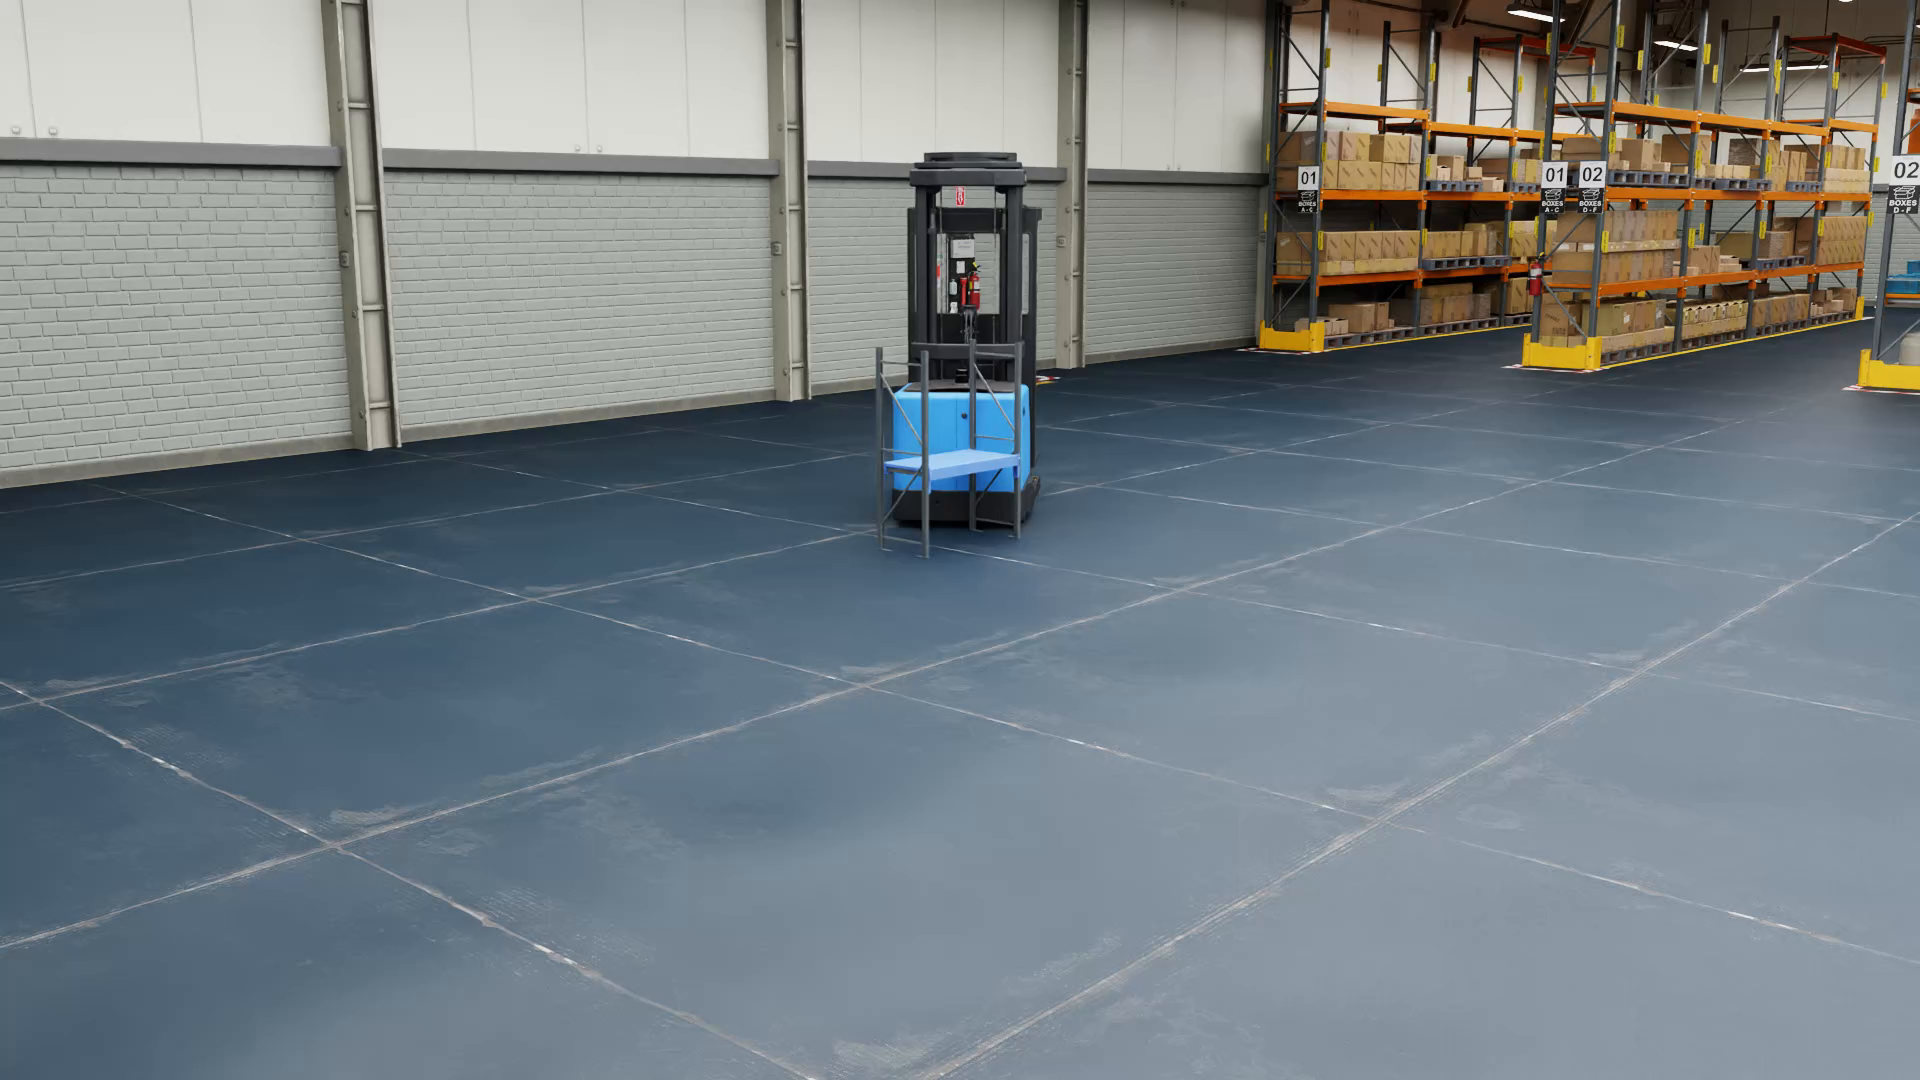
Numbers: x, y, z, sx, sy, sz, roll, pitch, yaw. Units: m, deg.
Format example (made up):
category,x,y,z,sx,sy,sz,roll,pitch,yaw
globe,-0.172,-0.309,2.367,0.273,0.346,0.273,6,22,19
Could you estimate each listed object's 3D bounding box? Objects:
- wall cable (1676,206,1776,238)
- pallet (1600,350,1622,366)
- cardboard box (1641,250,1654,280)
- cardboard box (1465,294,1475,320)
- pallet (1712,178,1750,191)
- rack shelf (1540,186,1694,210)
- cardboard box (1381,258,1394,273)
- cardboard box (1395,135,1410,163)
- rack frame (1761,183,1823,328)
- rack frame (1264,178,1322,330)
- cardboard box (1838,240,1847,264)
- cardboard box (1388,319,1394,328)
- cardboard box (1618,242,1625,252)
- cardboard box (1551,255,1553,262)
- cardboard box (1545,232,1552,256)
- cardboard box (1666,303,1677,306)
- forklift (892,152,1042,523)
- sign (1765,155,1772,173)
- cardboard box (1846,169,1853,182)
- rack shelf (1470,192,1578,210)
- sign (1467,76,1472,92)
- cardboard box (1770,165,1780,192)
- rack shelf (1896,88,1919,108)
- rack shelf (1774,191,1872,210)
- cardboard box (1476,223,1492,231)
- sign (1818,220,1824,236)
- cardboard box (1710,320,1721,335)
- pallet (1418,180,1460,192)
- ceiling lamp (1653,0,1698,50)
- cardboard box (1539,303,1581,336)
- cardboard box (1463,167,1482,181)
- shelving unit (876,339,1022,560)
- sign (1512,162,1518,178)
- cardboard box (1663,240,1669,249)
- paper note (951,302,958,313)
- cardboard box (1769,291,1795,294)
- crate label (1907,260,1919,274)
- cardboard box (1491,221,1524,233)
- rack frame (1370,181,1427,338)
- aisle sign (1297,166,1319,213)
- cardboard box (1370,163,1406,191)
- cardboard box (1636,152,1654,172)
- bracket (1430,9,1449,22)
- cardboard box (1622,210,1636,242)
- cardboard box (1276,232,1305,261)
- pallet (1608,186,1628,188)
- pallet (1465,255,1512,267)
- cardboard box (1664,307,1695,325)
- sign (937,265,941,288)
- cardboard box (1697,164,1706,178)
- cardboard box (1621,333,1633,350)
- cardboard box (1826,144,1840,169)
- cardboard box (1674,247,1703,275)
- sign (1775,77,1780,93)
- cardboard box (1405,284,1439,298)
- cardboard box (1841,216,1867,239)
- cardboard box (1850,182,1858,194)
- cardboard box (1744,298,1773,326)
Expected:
category,x,y,z,sx,sy,sz,roll,pitch,yaw
wall cable,20.457,-9.445,44.954,3.097,2.526,0.112,10,15,40
pallet,10.090,-2.997,27.176,1.003,0.211,1.213,10,15,40
cardboard box,11.292,-4.666,28.159,0.700,0.500,0.500,10,15,41
cardboard box,10.311,-4.880,34.743,0.700,0.500,0.500,10,15,40
pallet,13.781,-6.525,30.547,1.003,0.211,1.213,11,16,43
rack shelf,10.937,-5.659,27.563,1.077,0.370,4.000,10,15,40
cardboard box,7.793,-5.154,31.188,0.500,0.250,0.500,10,15,40
cardboard box,8.051,-7.304,31.102,0.500,0.500,0.500,11,16,43
rack frame,17.538,-6.012,35.152,1.000,3.000,0.127,10,15,40
rack frame,5.894,-4.886,29.517,1.000,3.000,0.127,10,15,40
cardboard box,19.082,-6.325,36.463,0.500,0.500,0.500,9,15,40
cardboard box,8.203,-4.218,32.284,0.380,0.166,0.250,7,14,33
cardboard box,10.544,-4.756,26.952,0.380,0.149,0.250,9,15,39
cardboard box,13.109,-6.306,37.214,0.380,0.149,0.250,10,15,40
cardboard box,12.706,-6.533,36.694,0.500,0.500,0.500,10,15,42
cardboard box,12.979,-4.214,30.670,0.500,0.311,0.500,10,15,40
forklift,0.129,-1.811,14.297,1.130,2.935,3.031,1,11,6
sign,15.309,-7.114,31.488,0.100,0.325,0.005,10,15,40
cardboard box,19.043,-7.913,36.120,0.500,0.250,0.500,10,15,40
rack shelf,12.495,-7.476,36.659,1.077,0.370,4.000,10,15,40
sign,10.755,-9.612,35.071,0.100,0.325,0.005,10,15,40
cardboard box,15.497,-7.087,32.621,0.910,0.500,0.500,10,15,40
rack shelf,14.656,-6.293,24.099,1.077,0.370,4.000,10,15,40
rack shelf,18.859,-7.424,36.402,1.077,0.370,4.000,10,15,40
cardboard box,10.969,-6.591,35.020,0.380,0.149,0.250,7,14,33
sign,17.958,-6.508,34.682,0.100,0.325,0.005,10,15,40
cardboard box,13.725,-3.946,30.757,0.500,0.250,0.500,10,15,41
pallet,9.022,-6.931,32.573,1.213,0.211,1.003,10,15,40
ceiling lamp,15.372,-11.970,34.766,0.800,3.185,2.000,10,15,40
cardboard box,9.748,-3.589,27.055,0.500,0.500,0.500,10,15,40
cardboard box,10.249,-7.416,34.209,0.637,0.503,0.797,-10,15,-40
shelving unit,-0.075,-0.703,12.402,0.538,1.500,1.048,10,15,41
sign,11.581,-7.717,34.712,0.100,0.325,0.005,10,15,40
cardboard box,11.903,-5.059,28.471,0.380,0.149,0.250,9,15,39
paper note,-0.083,-3.410,24.377,0.016,0.148,0.142,10,15,40
cardboard box,17.701,-5.122,35.957,0.500,0.500,0.500,10,15,40
crate label,14.347,-3.928,24.631,0.502,0.435,0.616,10,15,40
cardboard box,11.687,-6.673,35.484,0.500,0.250,0.500,10,15,42
rack frame,8.534,-5.475,32.463,1.000,3.000,0.127,10,15,40
aisle sign,6.071,-6.112,29.015,0.394,0.787,0.004,10,15,40
cardboard box,8.043,-6.825,31.261,0.500,0.500,0.500,8,14,36
cardboard box,11.076,-6.405,27.769,0.637,0.503,0.797,-10,15,-41
bracket,9.659,-10.584,33.536,0.235,0.232,0.430,10,15,40
cardboard box,10.645,-5.159,27.313,0.700,0.500,0.500,10,15,41
cardboard box,6.045,-5.287,29.941,0.500,0.500,0.500,10,15,40
pallet,15.168,-8.377,39.561,1.003,0.211,1.213,10,15,40
pallet,10.784,-5.850,34.834,1.213,0.211,1.003,10,15,40
cardboard box,12.717,-3.996,29.576,0.500,0.311,0.500,10,15,41
sign,-0.357,-3.809,24.033,0.001,0.329,0.234,10,15,40
cardboard box,13.032,-6.609,29.793,0.500,0.250,0.500,8,14,35
cardboard box,10.796,-3.302,27.531,0.500,0.250,0.500,10,15,40
cardboard box,18.267,-8.154,35.410,0.700,0.500,0.500,10,15,40
cardboard box,13.124,-5.072,30.193,0.500,0.500,0.500,-11,16,-43
sign,17.143,-9.523,34.830,0.100,0.325,0.005,10,15,40
cardboard box,9.296,-5.008,33.471,0.500,0.250,0.500,9,15,39
cardboard box,20.092,-7.039,37.485,0.500,0.500,0.500,10,15,40
cardboard box,19.379,-7.741,36.532,0.500,0.250,0.500,10,15,40
cardboard box,15.754,-4.521,32.947,0.500,0.500,0.500,9,14,38
